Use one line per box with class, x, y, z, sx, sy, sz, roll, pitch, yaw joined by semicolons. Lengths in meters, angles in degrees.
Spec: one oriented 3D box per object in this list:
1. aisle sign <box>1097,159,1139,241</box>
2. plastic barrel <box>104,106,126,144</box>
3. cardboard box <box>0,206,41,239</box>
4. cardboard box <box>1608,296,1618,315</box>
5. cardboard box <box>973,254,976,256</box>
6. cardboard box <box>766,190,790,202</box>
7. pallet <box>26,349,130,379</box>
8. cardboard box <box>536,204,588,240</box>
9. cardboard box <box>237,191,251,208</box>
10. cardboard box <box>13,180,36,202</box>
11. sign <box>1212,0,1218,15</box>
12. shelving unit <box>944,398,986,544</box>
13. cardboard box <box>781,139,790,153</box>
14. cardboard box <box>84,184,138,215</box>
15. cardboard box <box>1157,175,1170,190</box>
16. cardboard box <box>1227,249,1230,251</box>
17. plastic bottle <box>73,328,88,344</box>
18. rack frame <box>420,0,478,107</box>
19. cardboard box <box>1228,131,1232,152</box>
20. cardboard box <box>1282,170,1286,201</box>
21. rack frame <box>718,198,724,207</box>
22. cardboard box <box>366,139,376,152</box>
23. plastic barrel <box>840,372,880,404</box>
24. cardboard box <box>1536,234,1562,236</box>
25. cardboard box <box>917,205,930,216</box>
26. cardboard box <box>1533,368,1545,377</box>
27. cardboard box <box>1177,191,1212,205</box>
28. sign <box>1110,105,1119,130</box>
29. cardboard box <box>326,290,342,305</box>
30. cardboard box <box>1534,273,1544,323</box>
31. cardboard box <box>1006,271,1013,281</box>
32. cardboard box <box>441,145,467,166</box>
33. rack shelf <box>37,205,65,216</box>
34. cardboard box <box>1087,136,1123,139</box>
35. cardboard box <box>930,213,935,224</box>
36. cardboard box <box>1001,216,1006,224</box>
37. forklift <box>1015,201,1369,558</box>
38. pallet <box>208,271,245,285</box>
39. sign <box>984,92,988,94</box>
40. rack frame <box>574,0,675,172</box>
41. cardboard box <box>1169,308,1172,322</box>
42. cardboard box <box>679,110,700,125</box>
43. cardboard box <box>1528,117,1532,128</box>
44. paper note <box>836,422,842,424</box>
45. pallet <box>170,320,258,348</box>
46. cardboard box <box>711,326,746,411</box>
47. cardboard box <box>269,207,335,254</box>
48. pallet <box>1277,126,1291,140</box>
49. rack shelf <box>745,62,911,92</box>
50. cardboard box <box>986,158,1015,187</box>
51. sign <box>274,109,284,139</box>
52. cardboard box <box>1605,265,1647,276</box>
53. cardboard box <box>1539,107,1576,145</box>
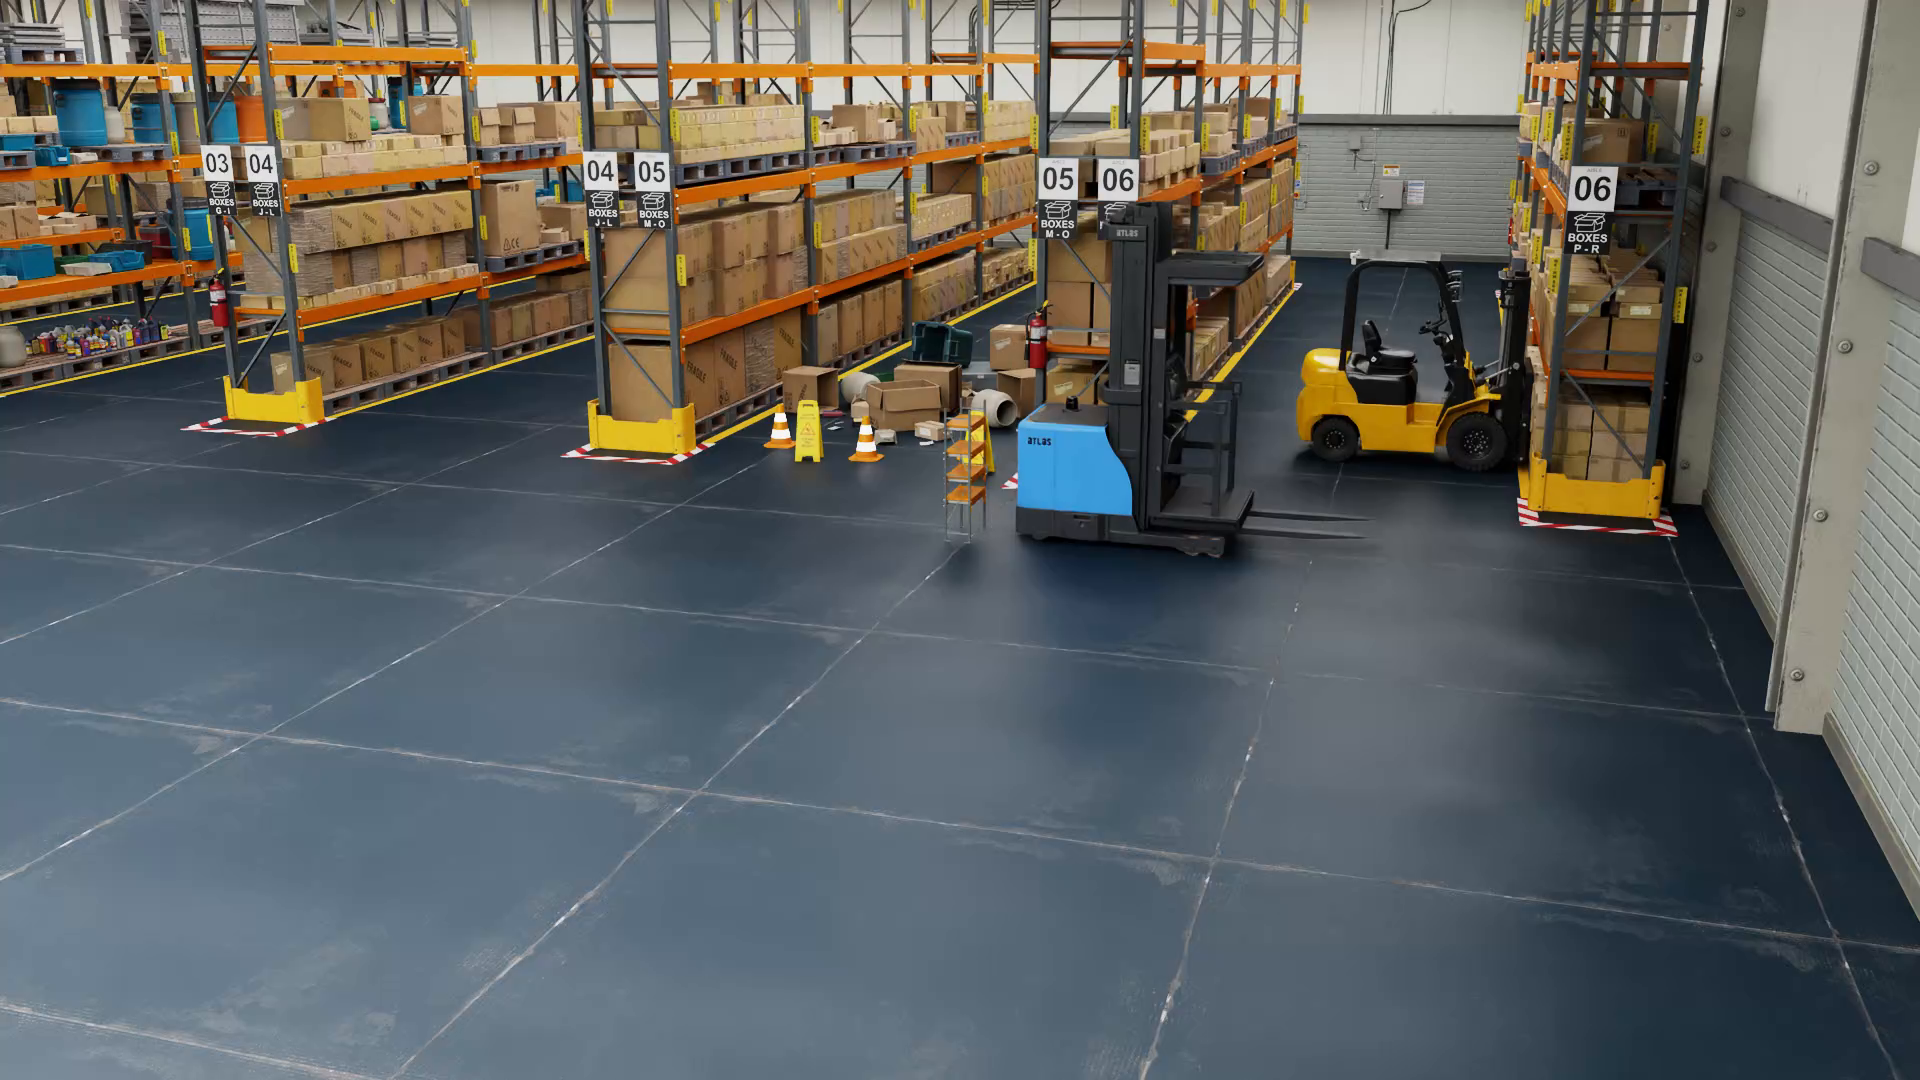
aisle sign;1.546;-3.326;16.296;0.394;0.787;0.004;5;16;16
plastic barrel;-12.157;-5.917;23.720;0.421;0.512;0.421;0;16;0
cardboard box;-15.919;-5.355;28.027;0.500;0.500;0.500;4;16;13
cardboard box;6.381;-2.230;15.824;0.380;0.149;0.250;5;16;16
cardboard box;0.209;-5.320;31.452;0.380;0.149;0.250;5;17;17
cardboard box;-3.716;-6.861;33.253;0.500;0.250;0.500;4;16;15
pallet;-12.422;-2.481;23.189;1.003;0.211;1.213;5;16;16
cardboard box;-6.139;-4.929;25.759;0.700;0.500;0.500;7;17;24
cardboard box;-14.425;-6.992;33.800;0.500;0.500;0.500;5;17;17
cardboard box;-19.097;-7.103;33.608;0.500;0.500;0.500;5;17;16
sign;4.152;-8.717;27.068;0.100;0.325;0.005;5;16;16
shelving unit;0.047;-0.621;14.818;0.258;1.200;0.503;5;16;16
cardboard box;-2.312;-4.839;20.402;0.380;0.149;0.250;5;17;17
cardboard box;-15.387;-6.170;30.134;0.700;0.500;0.500;-1;16;-3
cardboard box;2.036;-3.838;17.828;0.380;0.149;0.250;5;17;17
cardboard box;3.493;-3.903;22.783;0.380;0.149;0.250;5;17;17
plastic bottle;-12.499;-2.872;23.643;0.152;0.276;0.135;5;16;16
rack frame;-9.573;-9.294;31.106;1.000;3.000;0.127;5;16;16
cardboard box;3.219;-5.123;21.404;0.500;0.250;0.500;4;16;15
cardboard box;5.496;-6.287;29.482;0.500;0.500;0.500;5;16;15
rack frame;-4.825;-6.024;30.571;1.000;3.000;0.127;5;16;16
cardboard box;-7.506;-4.908;20.683;0.380;0.149;0.250;4;16;15
plastic barrel;-1.223;-1.865;20.628;0.421;0.421;0.512;-10;19;-32
cardboard box;7.742;-3.916;21.767;0.380;0.149;0.250;5;17;16
cardboard box;-0.694;-5.243;26.419;0.380;0.149;0.250;4;16;14
cardboard box;6.283;-1.636;17.537;0.500;0.250;0.500;4;16;15
cardboard box;3.436;-4.894;24.570;0.500;0.500;0.500;4;16;14
sign;1.870;-5.086;20.097;0.100;0.325;0.005;5;16;16
cardboard box;-7.750;-2.948;20.186;0.380;0.149;0.250;5;16;16
cardboard box;6.787;-2.731;18.777;0.500;0.500;0.500;4;16;14
cardboard box;0.789;-4.991;31.385;0.380;0.149;0.250;5;17;17
cardboard box;-6.977;-5.162;22.311;0.500;0.250;0.500;5;17;18
rack shelf;-19.640;-6.307;32.887;1.077;0.370;4.000;5;16;16
cardboard box;1.542;-4.258;17.847;0.380;0.149;0.250;4;16;14
cardboard box;-0.614;-5.174;26.719;0.380;0.149;0.250;5;16;16
cardboard box;0.624;-5.889;30.555;0.380;0.149;0.250;5;17;18
forklift;2.071;-1.421;14.468;3.031;2.935;1.130;5;16;16
pallet;-14.516;-5.236;32.902;1.003;0.211;1.213;5;16;16
sign;0.519;-8.565;32.431;0.100;0.325;0.005;5;16;16
rack frame;-3.508;-5.360;17.234;1.000;3.000;0.127;5;16;16
cardboard box;2.179;-2.533;18.724;0.380;0.149;0.250;5;17;16
cardboard box;-3.036;-4.558;17.950;0.380;0.149;0.250;5;17;16
cardboard box;8.550;-6.135;24.429;0.380;0.149;0.250;5;17;16
paper note;-1.432;-1.391;19.716;0.123;0.001;0.032;-15;21;-41
pallet;-11.661;-3.182;25.661;1.003;0.211;1.213;5;16;16
cardboard box;-3.131;-2.066;19.741;0.875;0.875;0.875;4;16;15
cardboard box;-7.817;-3.680;19.744;0.500;0.500;0.500;5;16;16
pallet;5.268;-7.187;29.338;1.003;0.211;1.213;5;16;16
rack shelf;-1.803;-6.391;22.921;1.077;0.370;4.000;5;16;16
cardboard box;0.717;-6.785;30.692;0.500;0.500;0.500;4;16;14
sign;-7.714;-4.706;18.825;0.100;0.325;0.005;5;16;16
cardboard box;6.794;-2.709;16.966;0.380;0.149;0.250;5;17;16
cardboard box;7.861;-5.396;21.723;0.500;0.500;0.500;5;17;16
